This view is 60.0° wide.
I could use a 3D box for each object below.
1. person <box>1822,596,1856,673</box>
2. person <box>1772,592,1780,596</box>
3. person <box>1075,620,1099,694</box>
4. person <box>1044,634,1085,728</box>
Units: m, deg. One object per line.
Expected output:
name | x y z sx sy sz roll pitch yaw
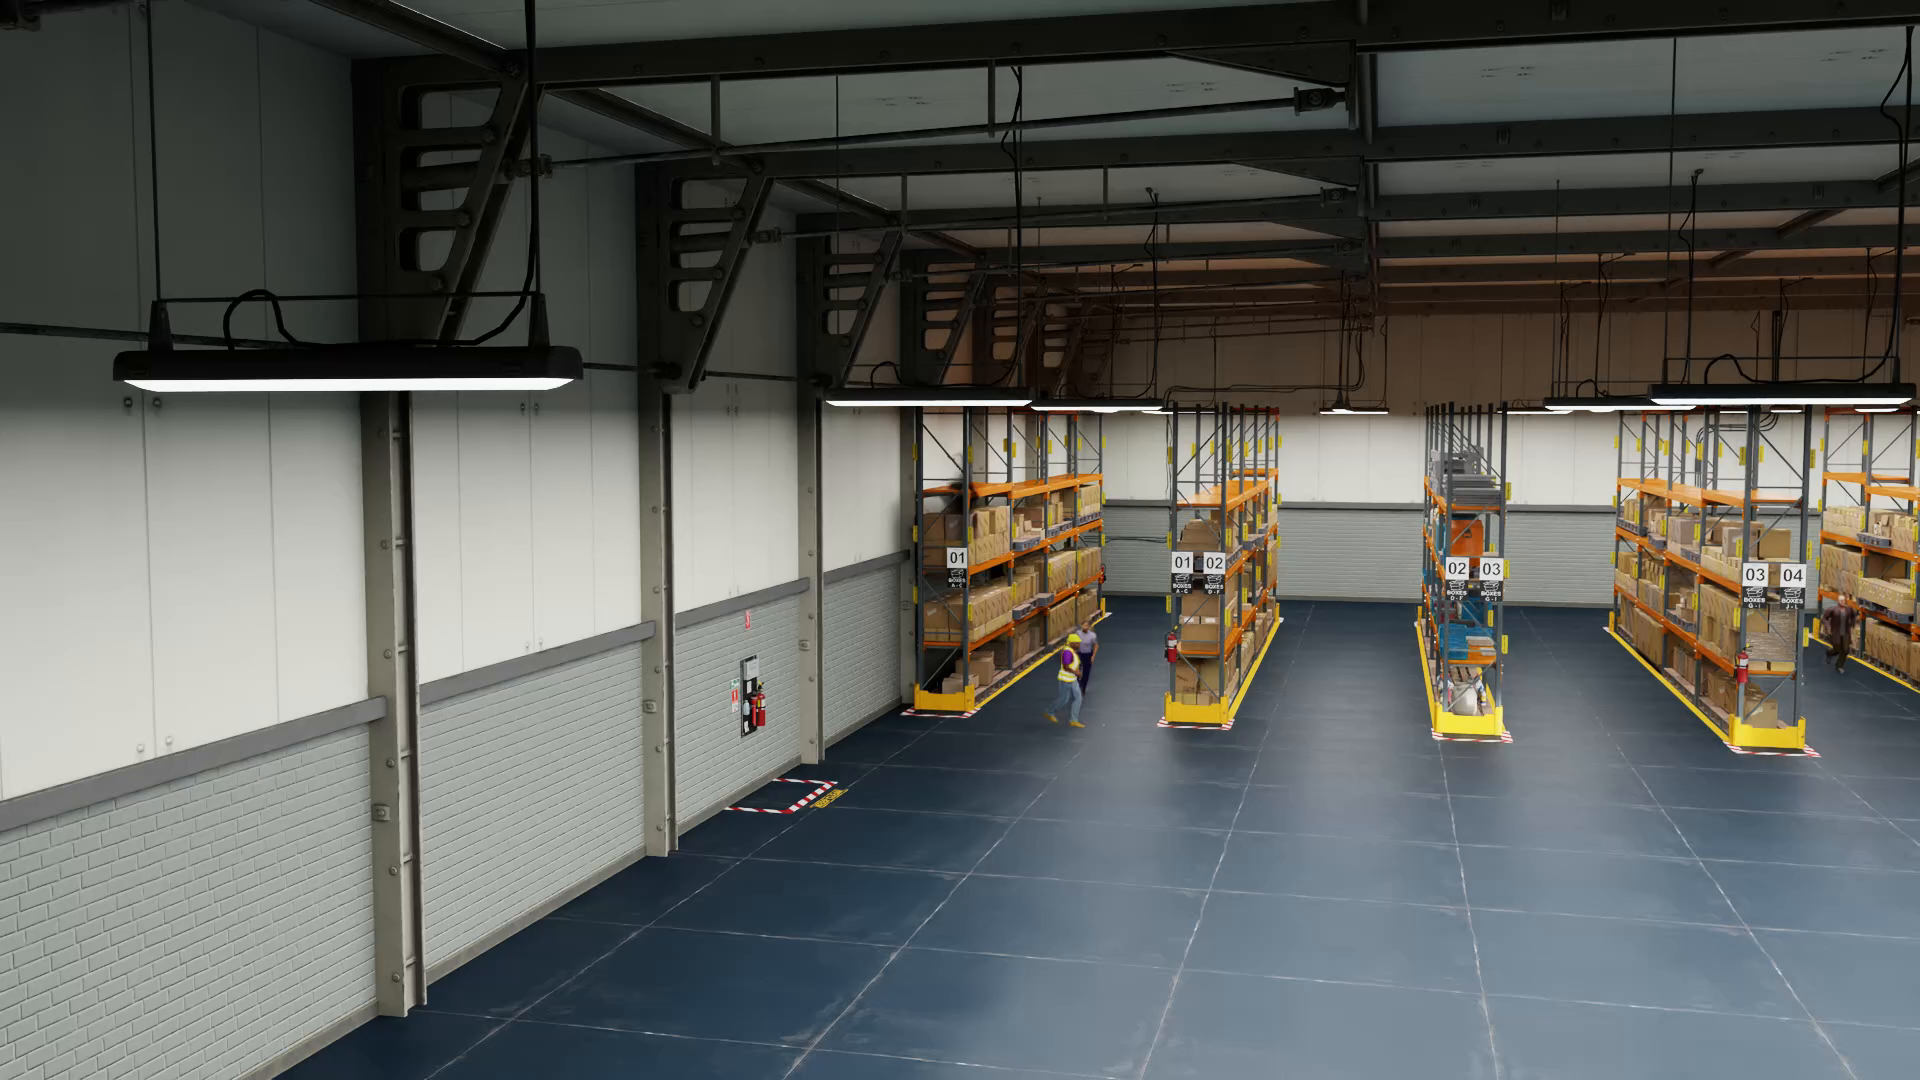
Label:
person | 19.828 2.105 37.521 0.726 1.734 0.721 0 4 3
person | 20.474 1.798 42.039 0.669 1.680 0.622 0 4 1
person | 2.557 2.405 34.163 0.595 1.590 0.707 1 4 10
person | 1.910 2.584 30.648 0.845 1.735 0.663 2 5 25
